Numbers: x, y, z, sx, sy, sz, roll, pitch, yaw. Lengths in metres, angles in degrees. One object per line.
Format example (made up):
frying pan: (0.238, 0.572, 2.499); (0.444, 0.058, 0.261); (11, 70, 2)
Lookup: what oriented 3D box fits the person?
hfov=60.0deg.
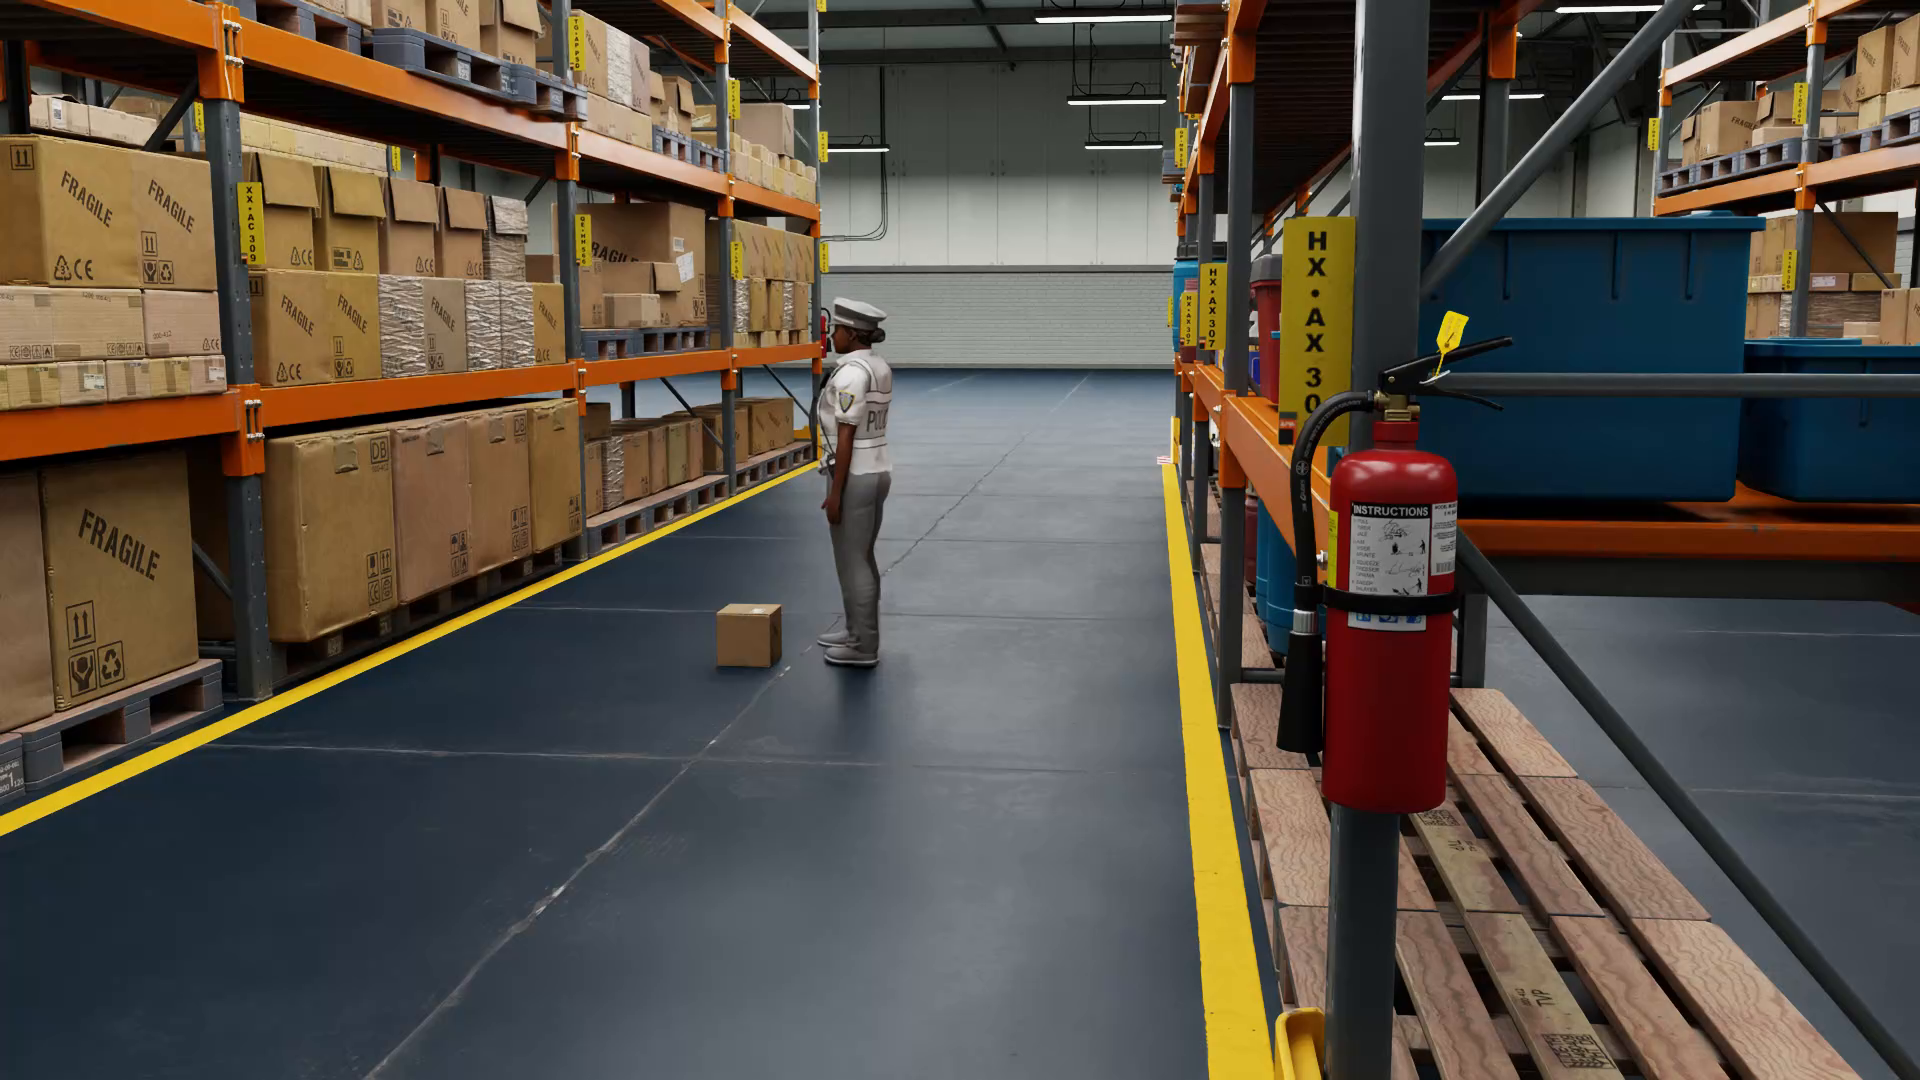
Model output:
person: (-0.528, -0.272, 7.667); (0.446, 1.684, 0.550); (2, 8, 16)
